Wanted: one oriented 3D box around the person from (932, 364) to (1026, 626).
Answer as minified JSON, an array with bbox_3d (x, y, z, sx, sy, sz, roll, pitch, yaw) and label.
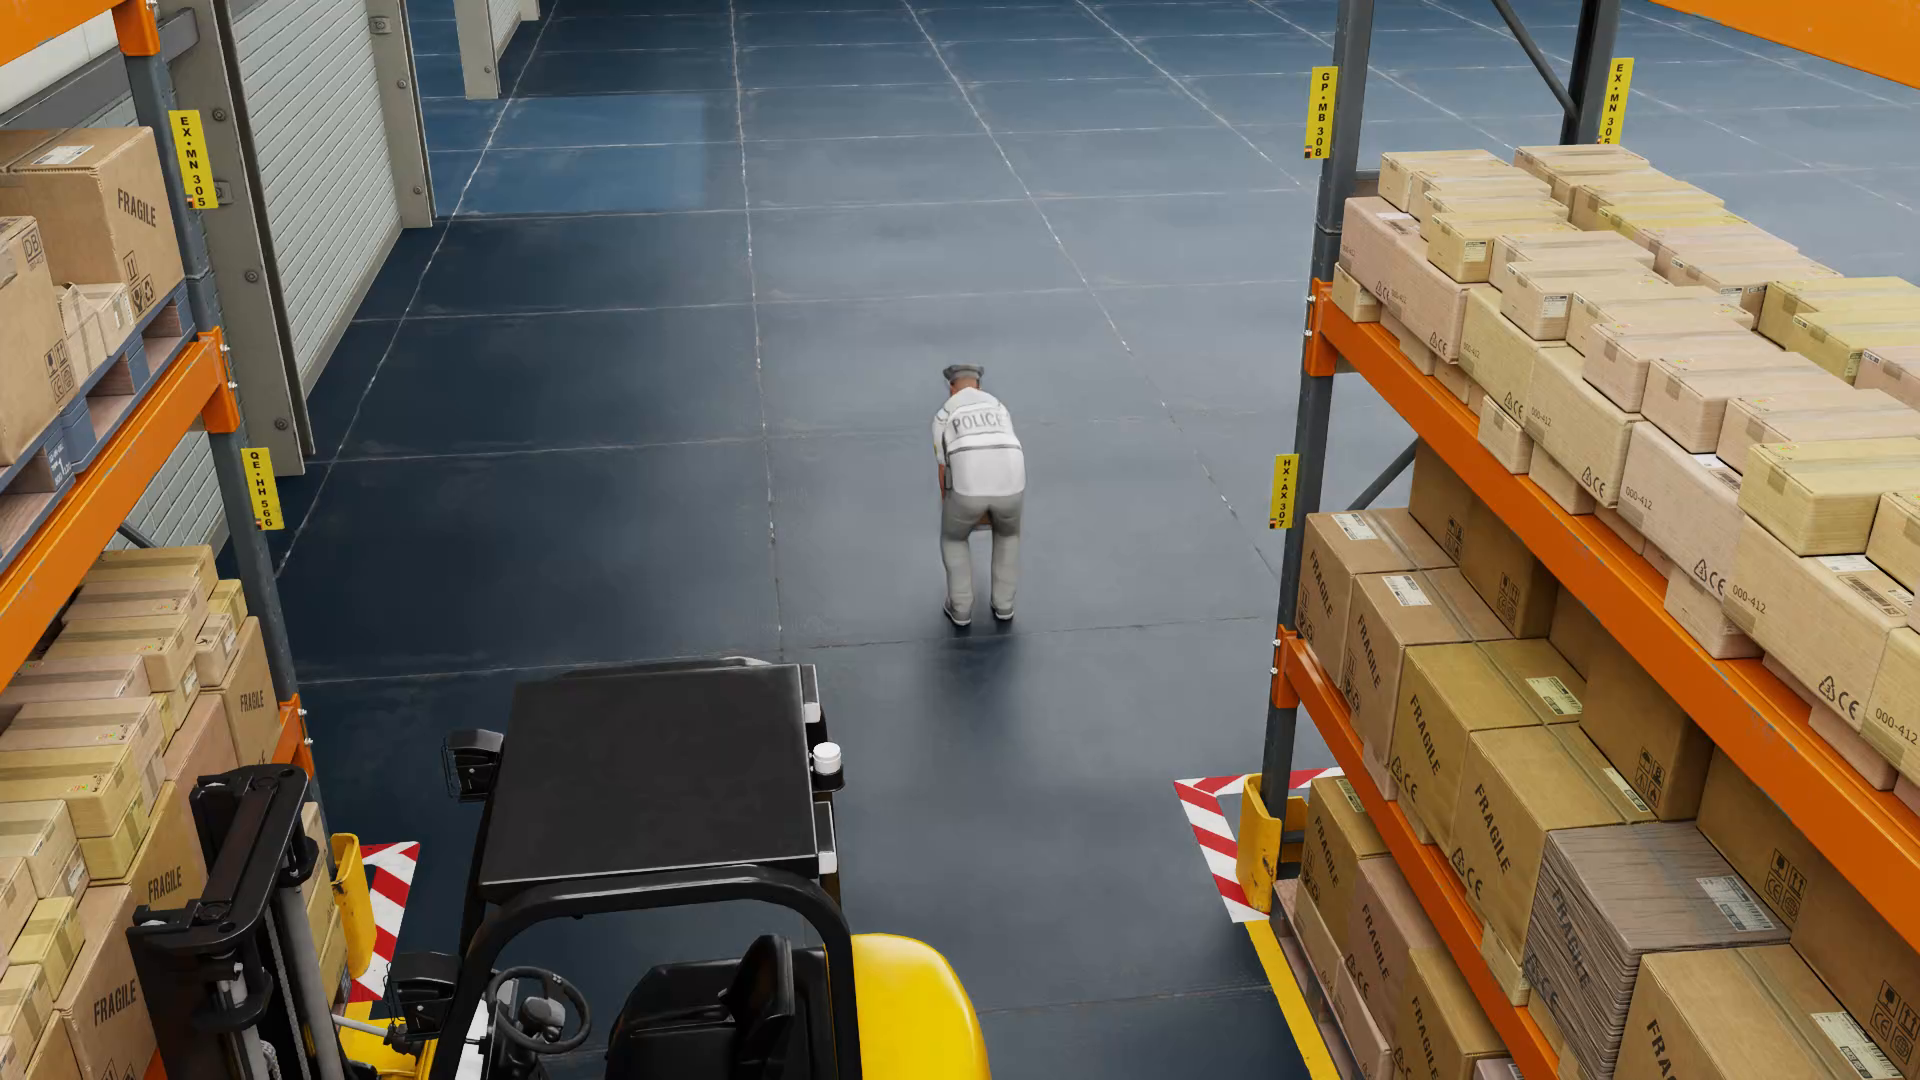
[{"bbox_3d":[0.090,-0.270,9.591,0.471,1.350,0.995,-4,27,-8],"label":"person"}]
